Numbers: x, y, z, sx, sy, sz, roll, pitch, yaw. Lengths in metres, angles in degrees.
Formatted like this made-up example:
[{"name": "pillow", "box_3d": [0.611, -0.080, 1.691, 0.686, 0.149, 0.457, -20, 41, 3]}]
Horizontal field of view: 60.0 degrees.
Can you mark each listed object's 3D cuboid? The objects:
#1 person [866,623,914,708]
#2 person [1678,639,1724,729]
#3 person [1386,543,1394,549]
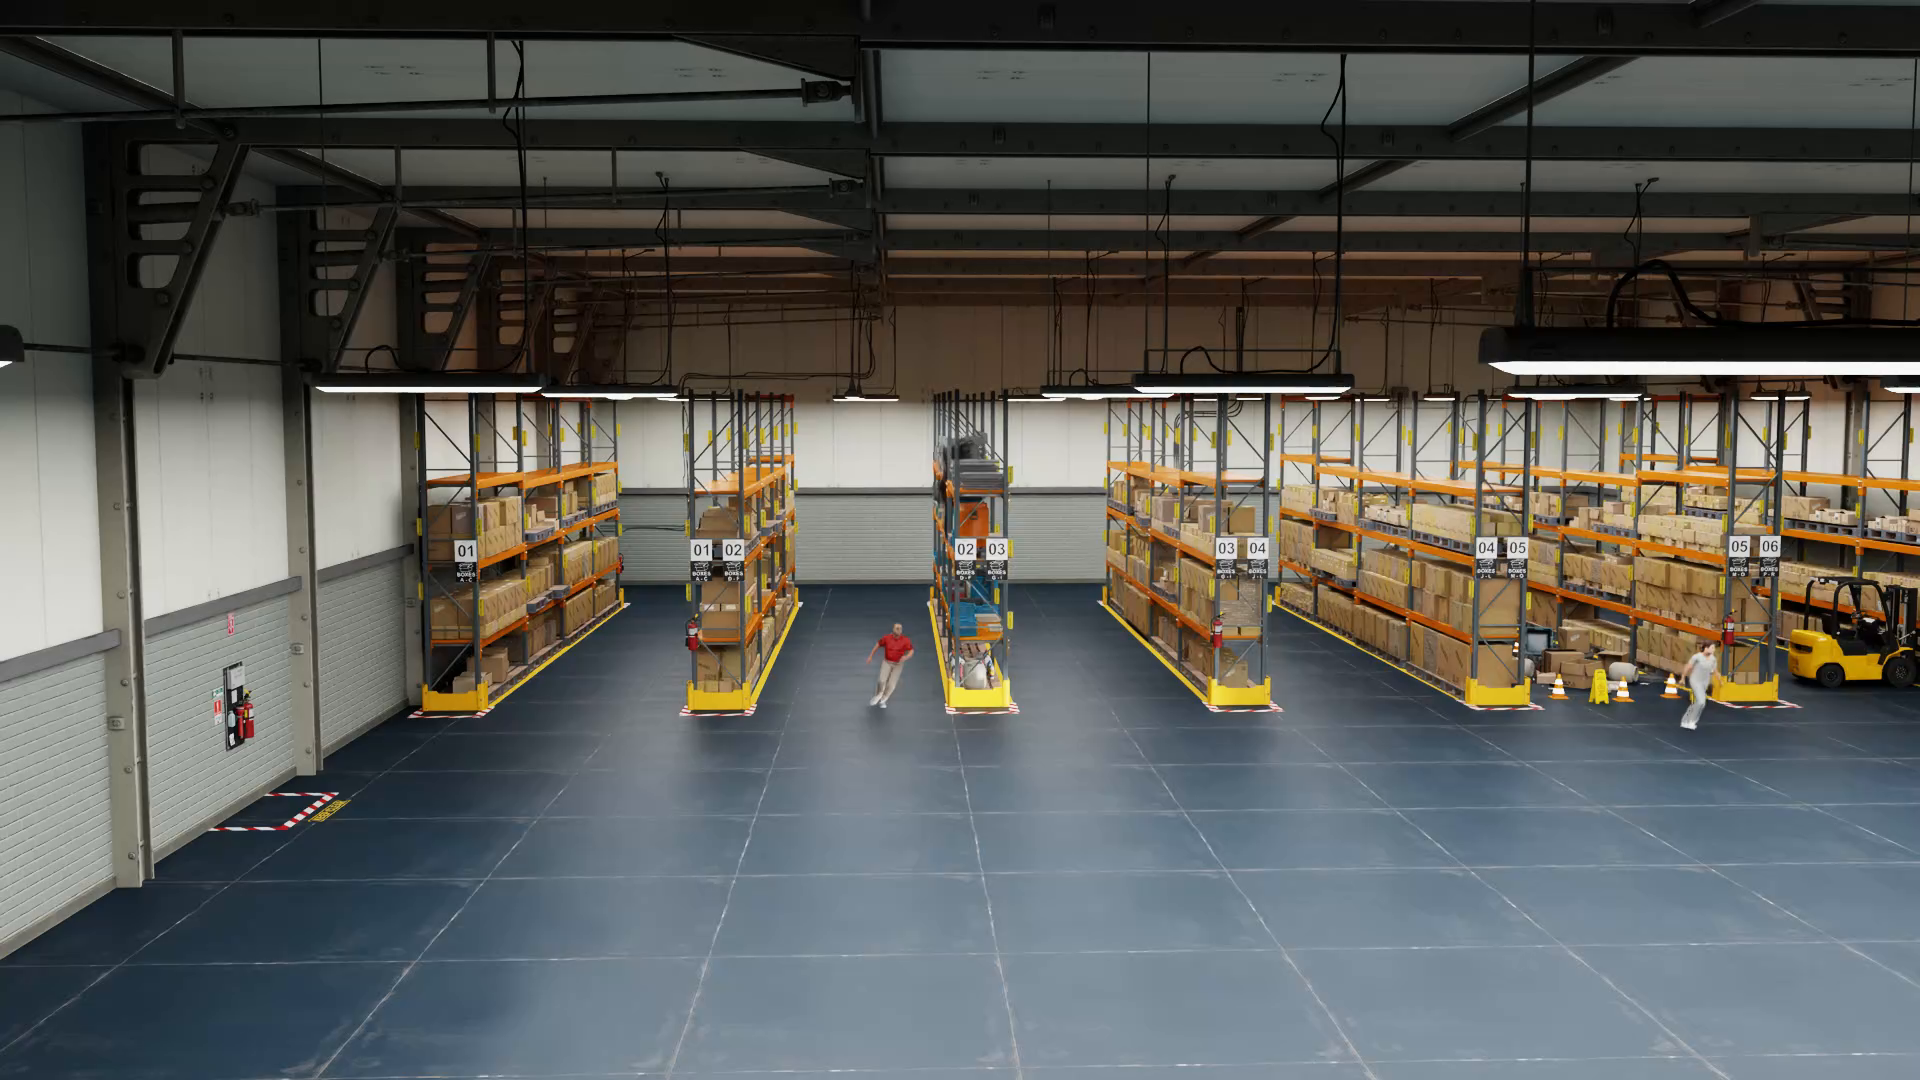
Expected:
[{"name": "person", "box_3d": [-1.294, 2.364, 31.307, 0.872, 1.619, 0.660, -1, 5, -9]}, {"name": "person", "box_3d": [12.973, 2.530, 29.111, 0.537, 1.620, 0.708, -2, 5, -21]}, {"name": "person", "box_3d": [12.878, 0.885, 49.105, 0.756, 1.705, 0.684, -1, 5, -11]}]
